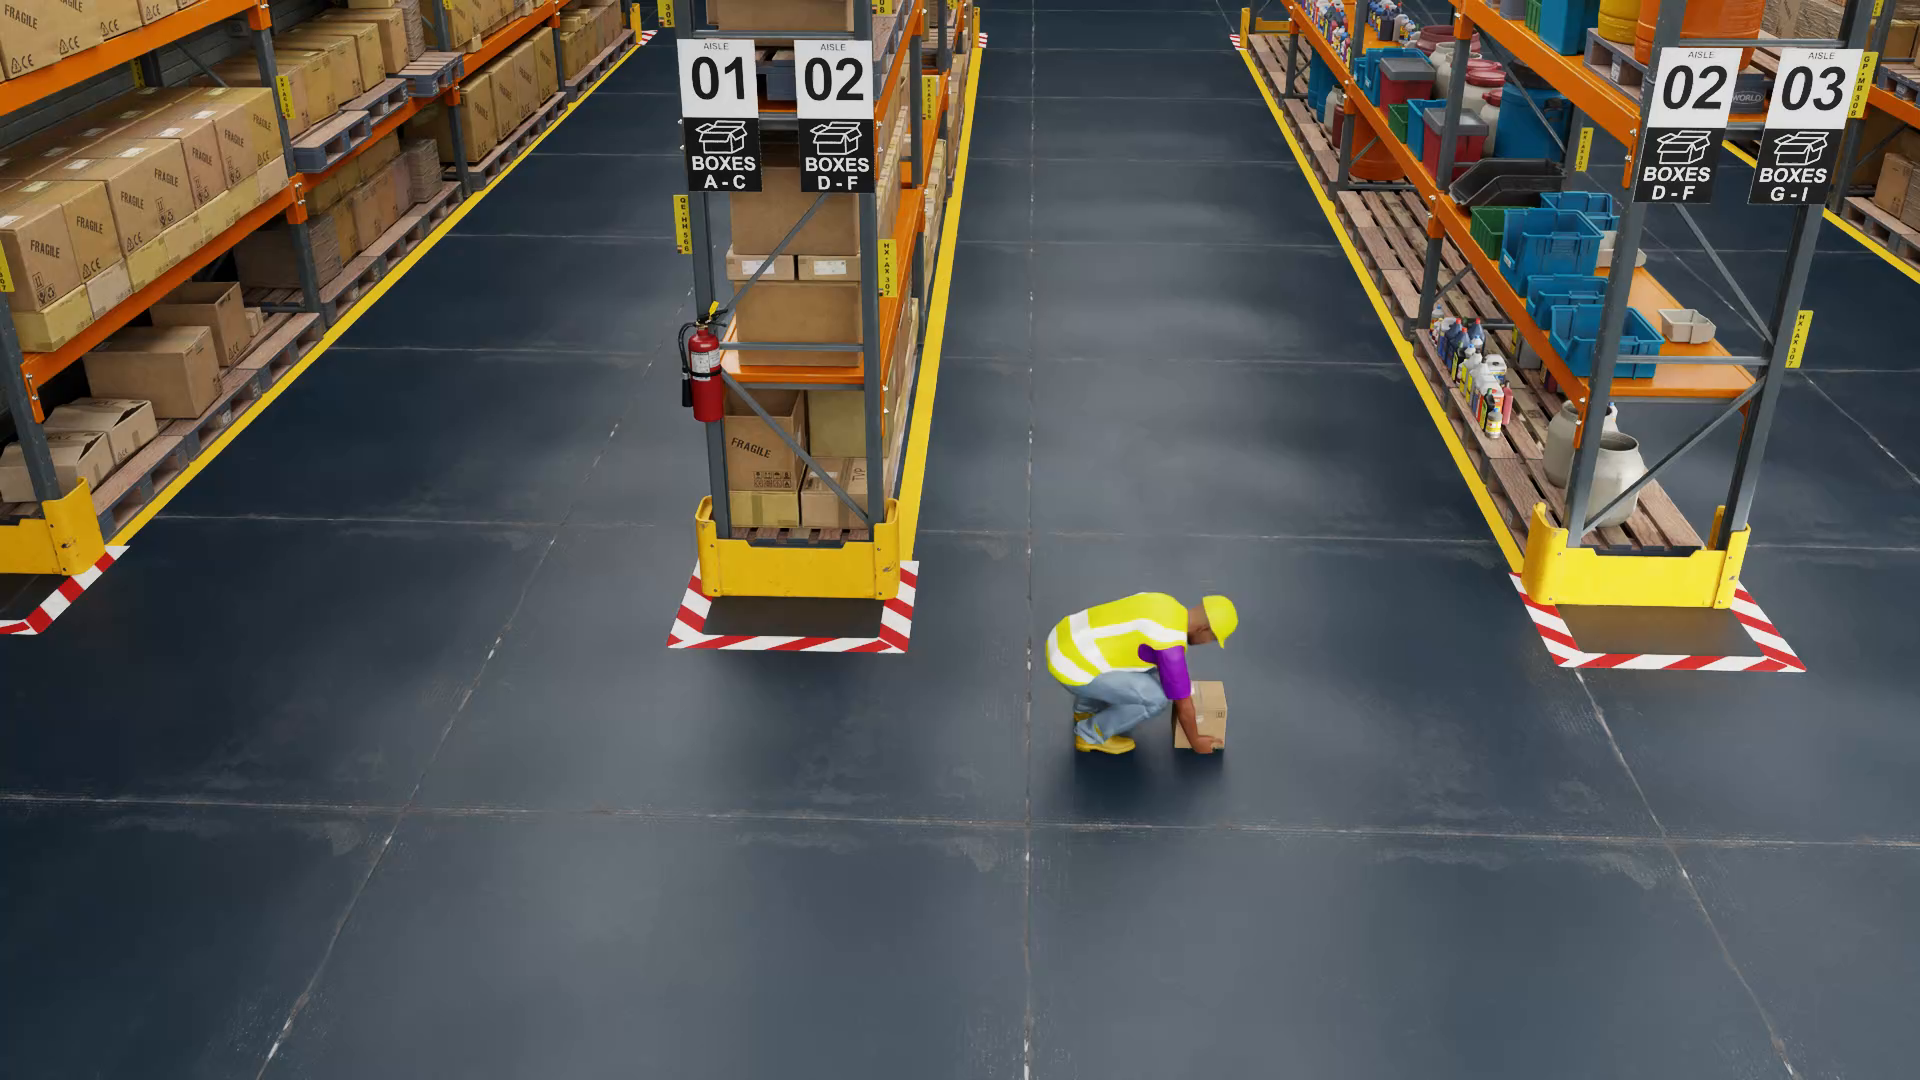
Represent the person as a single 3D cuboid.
[{"bbox_3d":[0.909,0.658,8.437,0.955,0.825,0.529,0,28,1],"label":"person"}]
